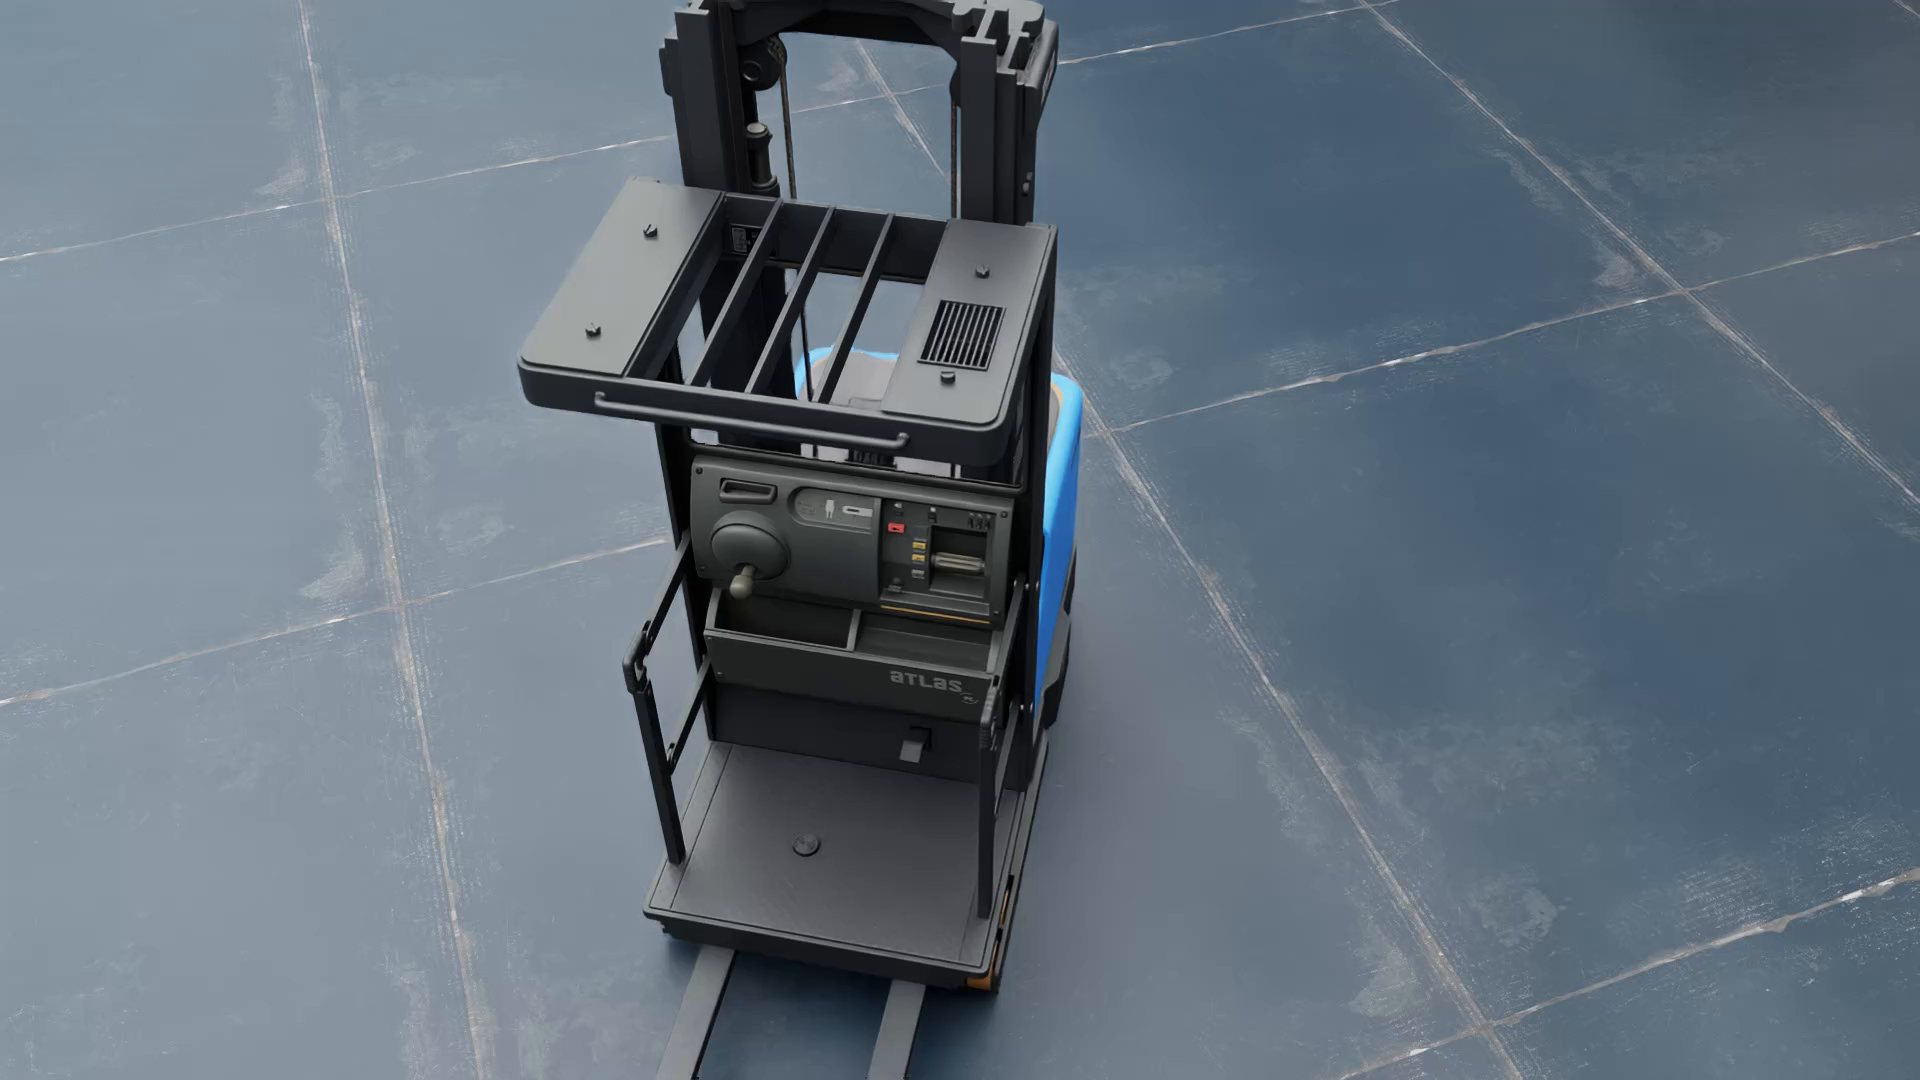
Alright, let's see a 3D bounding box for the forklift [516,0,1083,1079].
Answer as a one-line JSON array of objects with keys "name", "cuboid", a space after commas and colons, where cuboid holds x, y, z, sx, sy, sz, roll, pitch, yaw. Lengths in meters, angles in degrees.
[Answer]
[{"name": "forklift", "cuboid": [-0.355, 0.105, 4.576, 1.130, 2.935, 3.031, 8, 46, 8]}]
